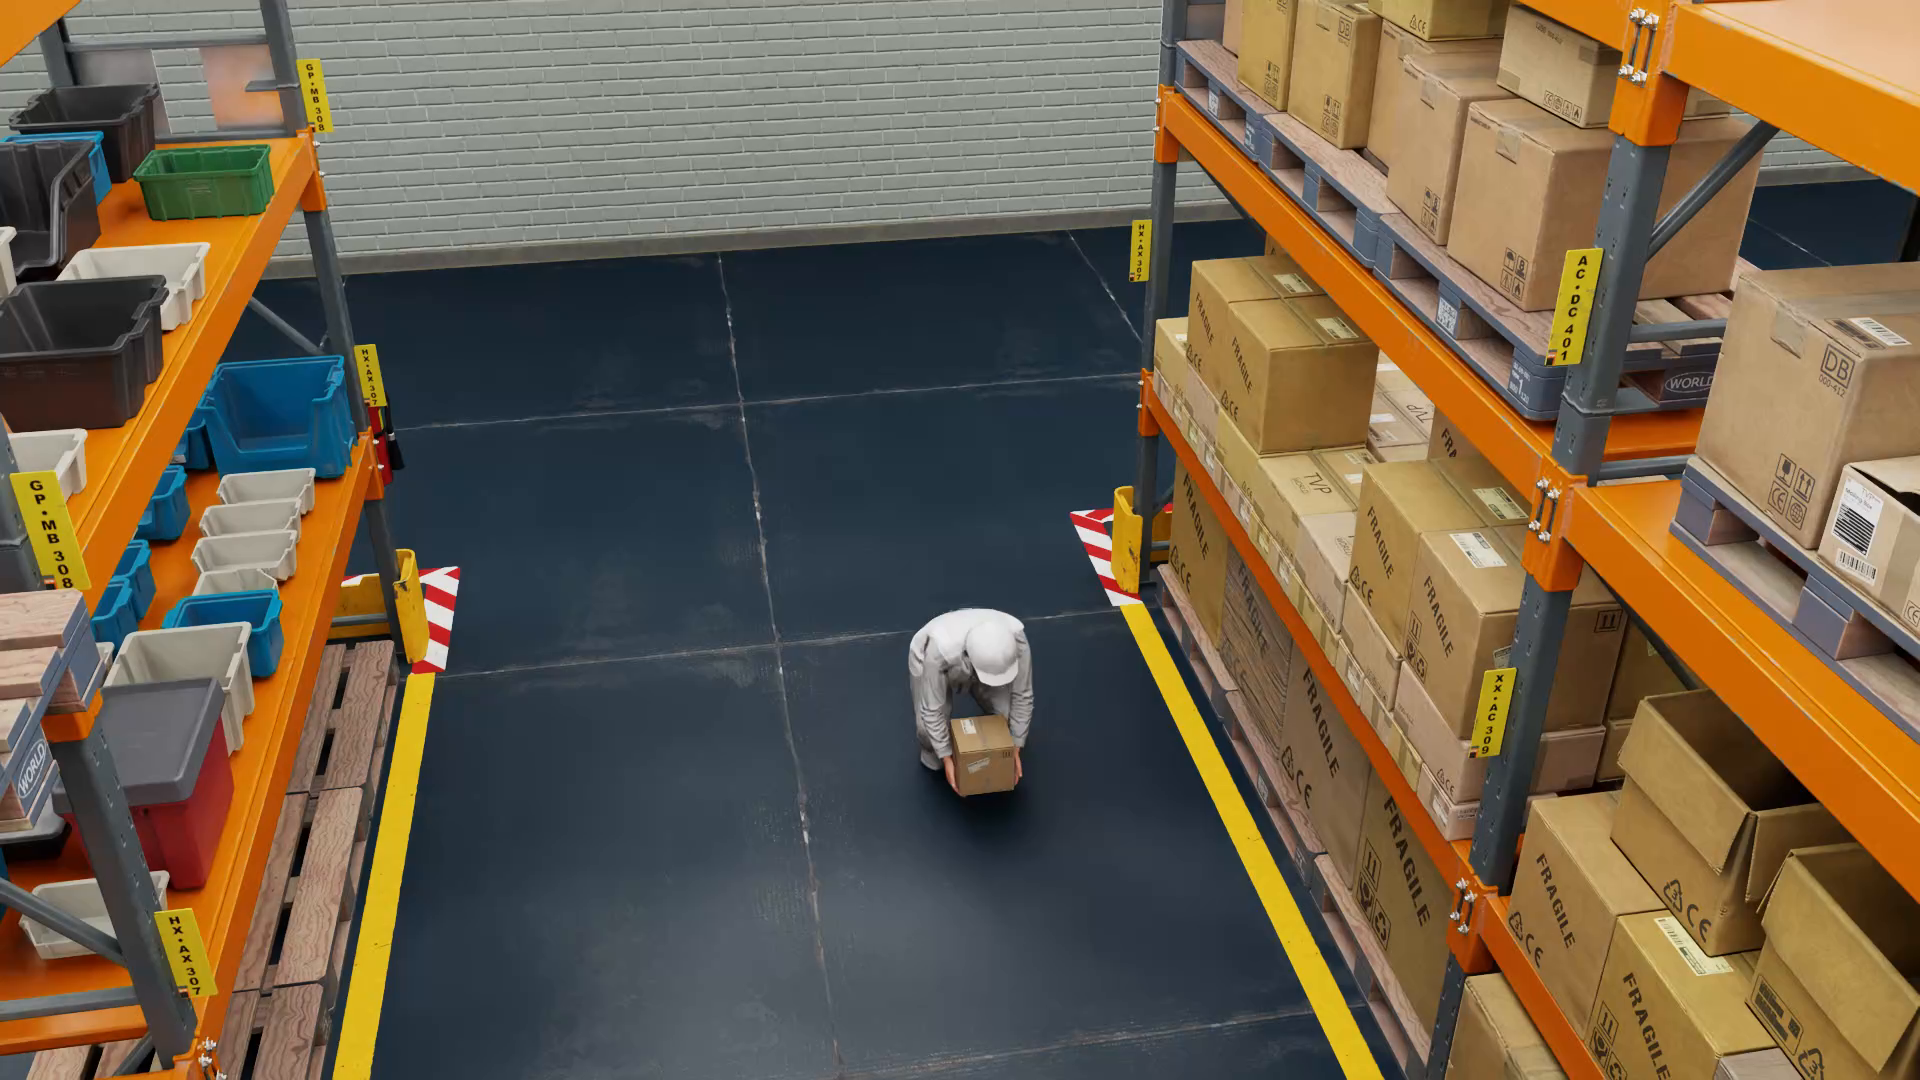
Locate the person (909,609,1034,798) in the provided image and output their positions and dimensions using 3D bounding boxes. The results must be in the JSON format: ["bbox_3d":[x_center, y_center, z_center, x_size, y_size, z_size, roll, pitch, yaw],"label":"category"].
[{"bbox_3d":[0.044,0.659,7.756,0.541,1.007,0.858,-5,31,-9],"label":"person"}]
